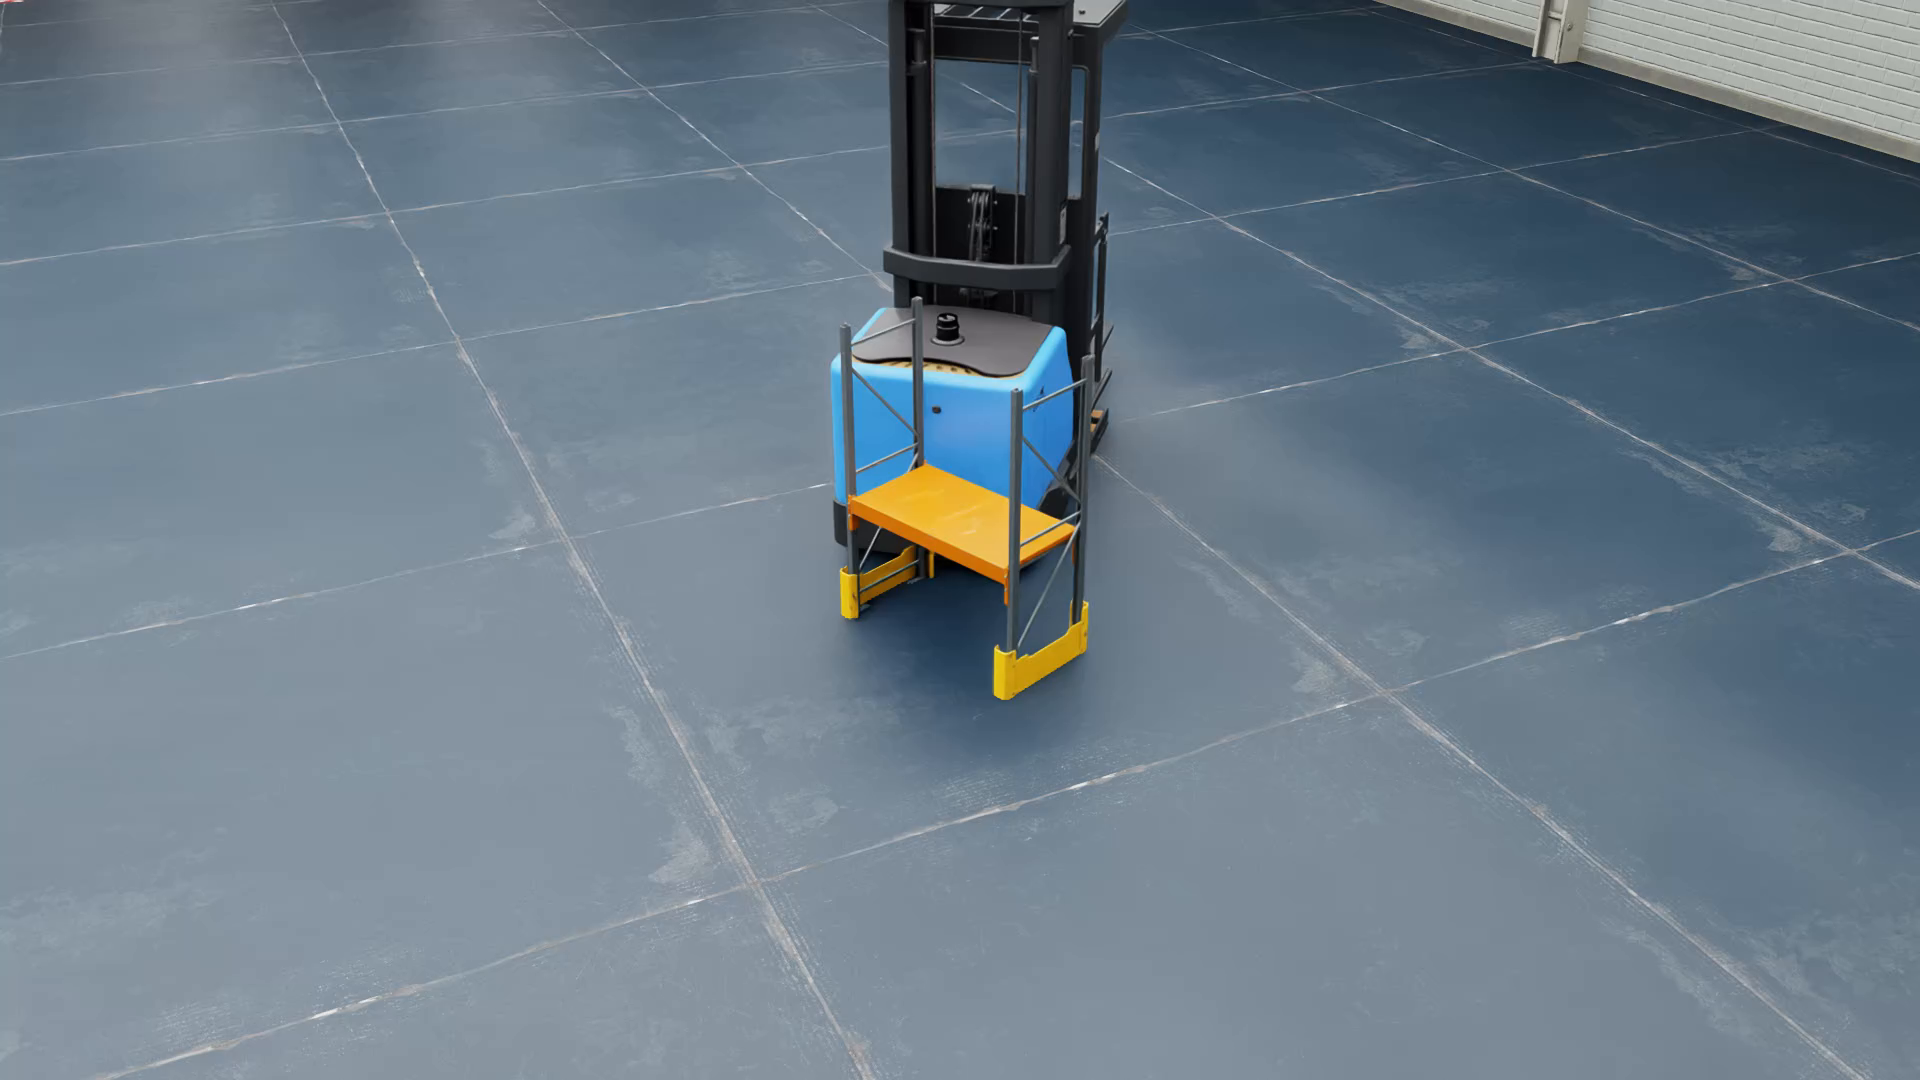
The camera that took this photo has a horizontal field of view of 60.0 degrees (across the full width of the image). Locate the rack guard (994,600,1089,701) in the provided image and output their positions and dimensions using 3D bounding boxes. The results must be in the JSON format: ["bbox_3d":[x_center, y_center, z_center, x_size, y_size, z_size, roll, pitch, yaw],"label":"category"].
[{"bbox_3d":[0.374,0.498,7.606,0.087,0.250,0.587,25,37,37],"label":"rack guard"}]

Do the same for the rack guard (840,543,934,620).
[{"bbox_3d":[-0.354,0.166,8.199,0.087,0.250,0.587,25,37,37],"label":"rack guard"}]

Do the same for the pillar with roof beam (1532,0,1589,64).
[{"bbox_3d":[2.590,-8.264,14.287,9.100,9.000,0.400,-13,32,-22],"label":"pillar with roof beam"}]

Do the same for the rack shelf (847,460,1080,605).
[{"bbox_3d":[0.016,-0.053,7.679,1.000,0.185,0.538,25,37,37],"label":"rack shelf"}]

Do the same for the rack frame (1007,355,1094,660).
[{"bbox_3d":[0.388,-0.040,7.288,0.032,1.500,0.500,25,37,37],"label":"rack frame"}]

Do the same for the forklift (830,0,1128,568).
[{"bbox_3d":[0.248,-1.835,9.026,1.130,2.935,3.031,8,30,14],"label":"forklift"}]

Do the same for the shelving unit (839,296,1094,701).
[{"bbox_3d":[0.010,-0.213,7.596,1.083,1.500,0.587,25,37,37],"label":"shelving unit"}]

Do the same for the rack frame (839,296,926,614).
[{"bbox_3d":[-0.355,-0.380,7.894,0.032,1.500,0.500,25,37,37],"label":"rack frame"}]
